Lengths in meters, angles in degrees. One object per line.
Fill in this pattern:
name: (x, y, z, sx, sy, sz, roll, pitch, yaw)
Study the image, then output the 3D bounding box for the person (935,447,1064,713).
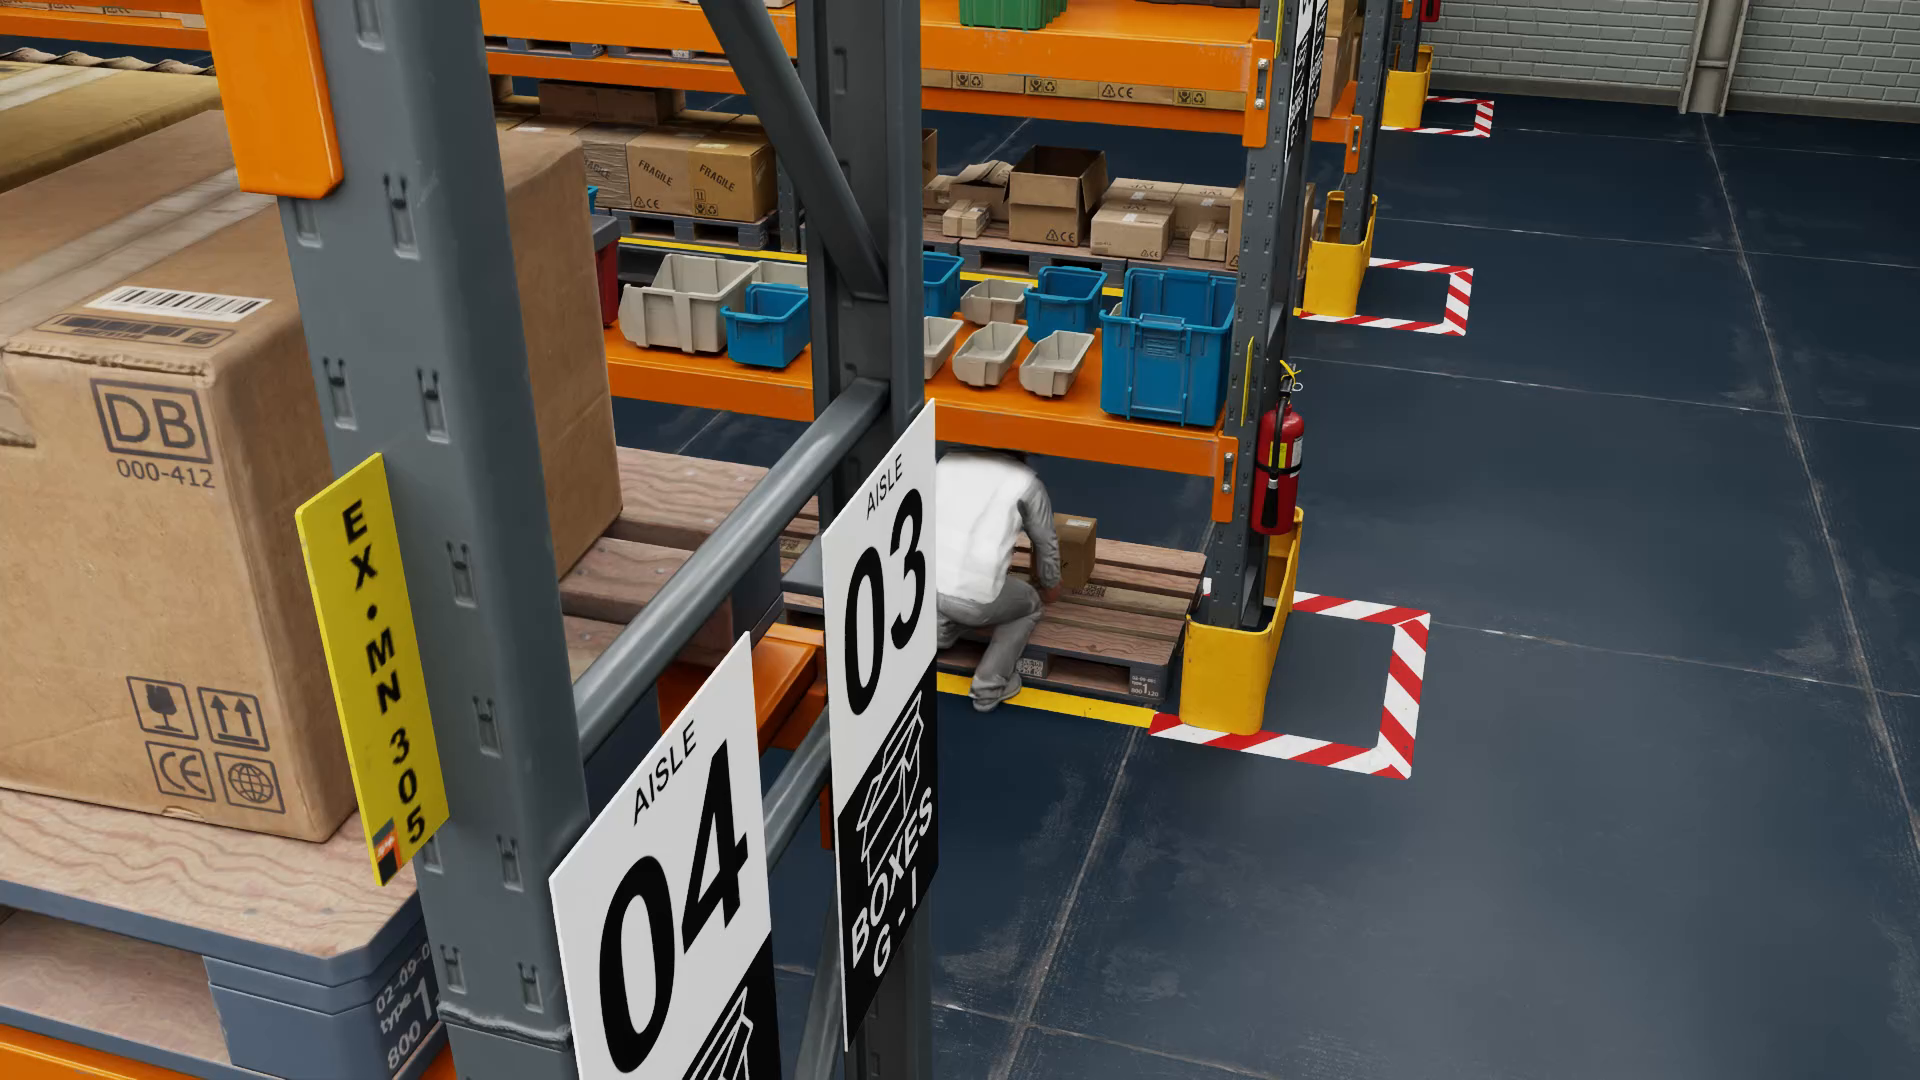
person: (0.080, 0.083, 7.084, 0.568, 1.161, 0.874, 18, 34, 29)
